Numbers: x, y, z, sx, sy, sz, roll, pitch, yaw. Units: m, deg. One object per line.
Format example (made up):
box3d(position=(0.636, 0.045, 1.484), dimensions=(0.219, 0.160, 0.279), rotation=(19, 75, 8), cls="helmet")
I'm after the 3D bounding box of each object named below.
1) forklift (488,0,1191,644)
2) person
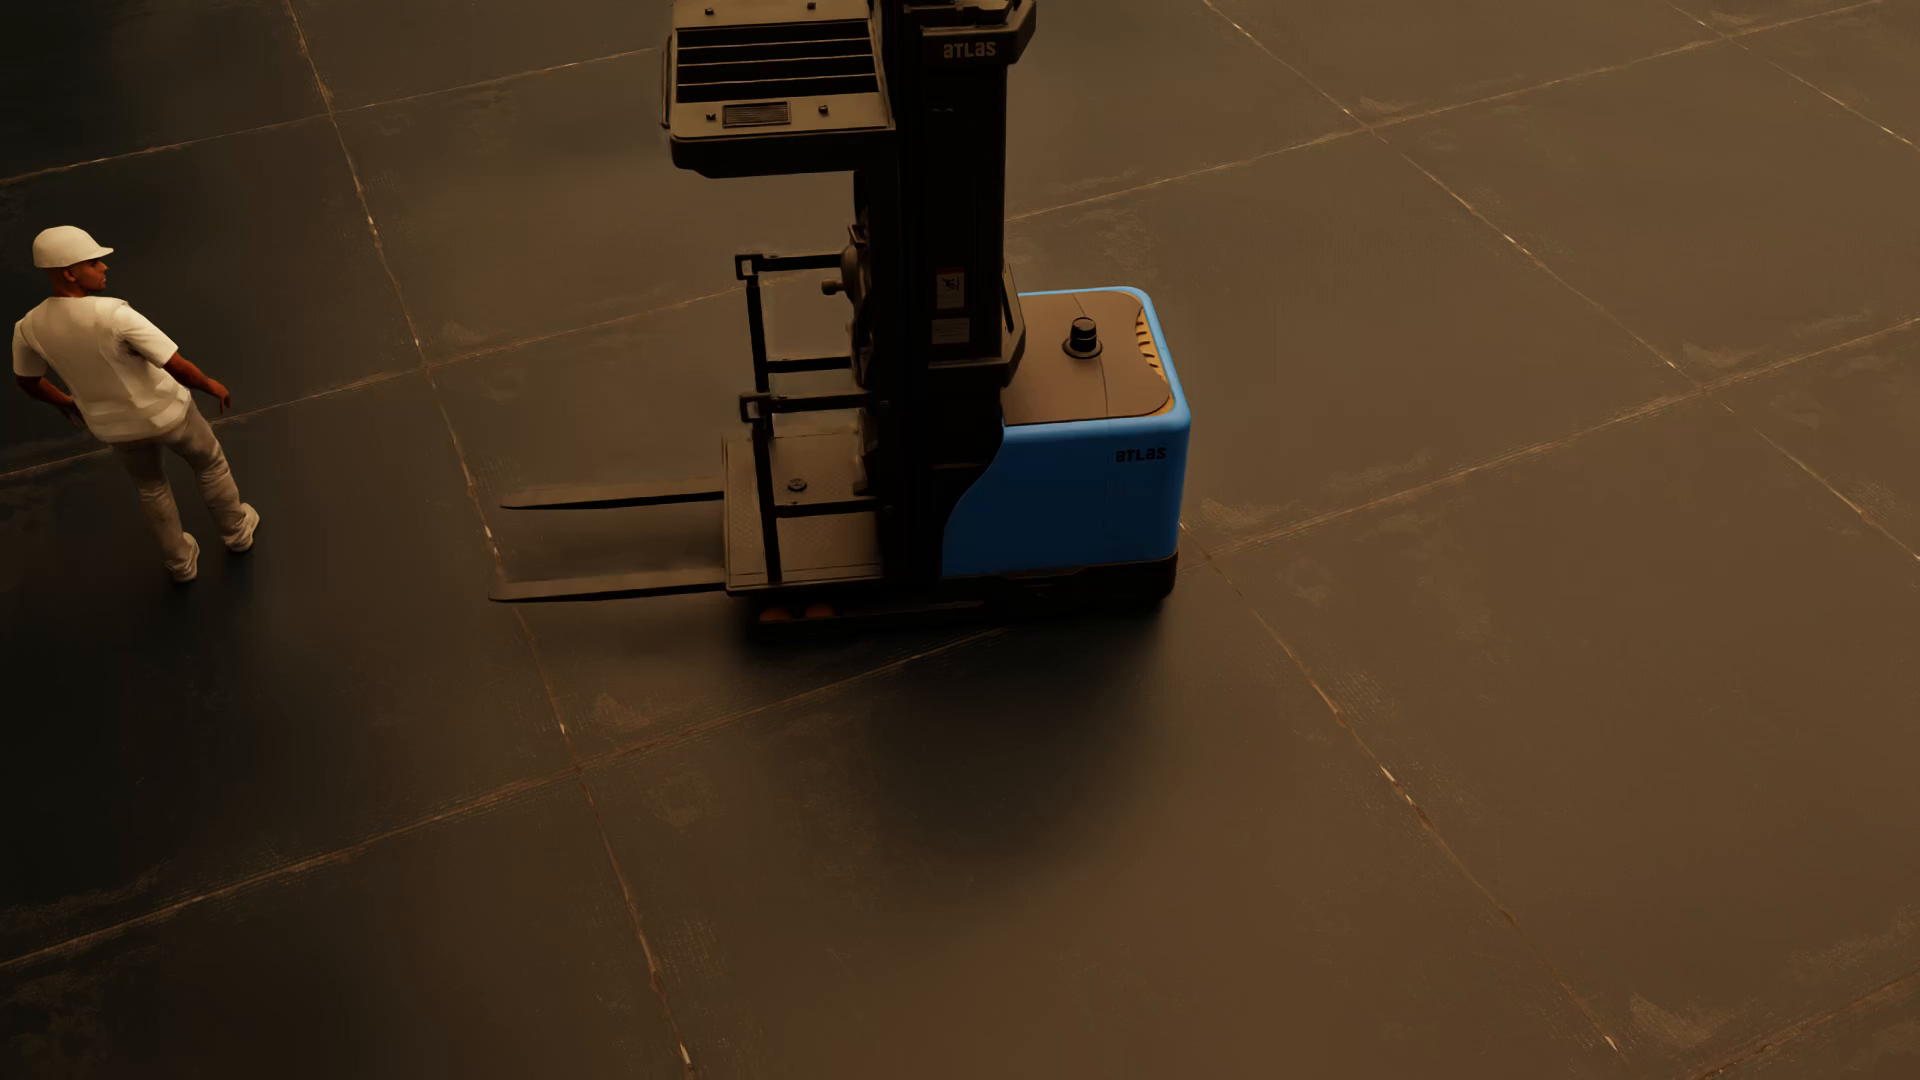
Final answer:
box3d(position=(-0.587, -0.997, 6.748), dimensions=(3.031, 2.935, 1.130), rotation=(-5, 43, -5), cls="forklift")
box3d(position=(-3.551, -0.590, 7.185), dimensions=(0.789, 1.741, 0.514), rotation=(-4, 43, -4), cls="person")
